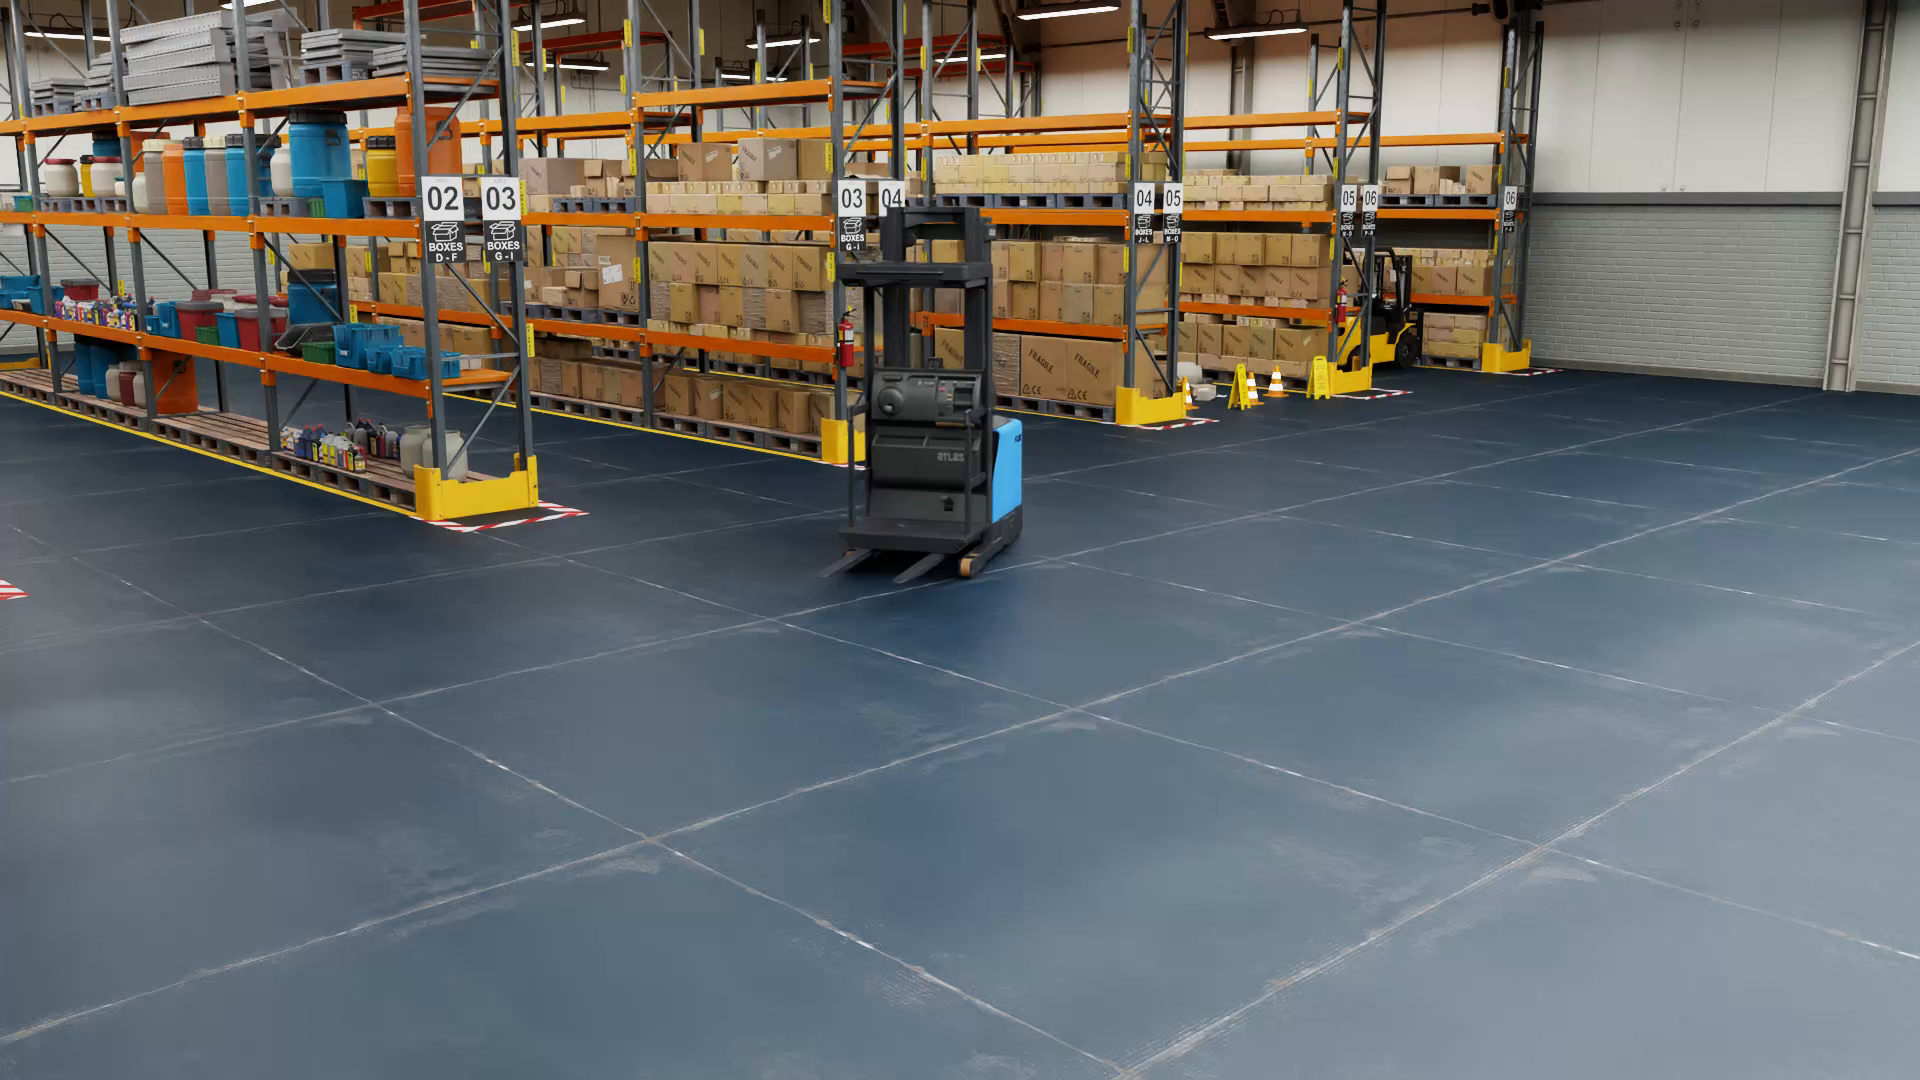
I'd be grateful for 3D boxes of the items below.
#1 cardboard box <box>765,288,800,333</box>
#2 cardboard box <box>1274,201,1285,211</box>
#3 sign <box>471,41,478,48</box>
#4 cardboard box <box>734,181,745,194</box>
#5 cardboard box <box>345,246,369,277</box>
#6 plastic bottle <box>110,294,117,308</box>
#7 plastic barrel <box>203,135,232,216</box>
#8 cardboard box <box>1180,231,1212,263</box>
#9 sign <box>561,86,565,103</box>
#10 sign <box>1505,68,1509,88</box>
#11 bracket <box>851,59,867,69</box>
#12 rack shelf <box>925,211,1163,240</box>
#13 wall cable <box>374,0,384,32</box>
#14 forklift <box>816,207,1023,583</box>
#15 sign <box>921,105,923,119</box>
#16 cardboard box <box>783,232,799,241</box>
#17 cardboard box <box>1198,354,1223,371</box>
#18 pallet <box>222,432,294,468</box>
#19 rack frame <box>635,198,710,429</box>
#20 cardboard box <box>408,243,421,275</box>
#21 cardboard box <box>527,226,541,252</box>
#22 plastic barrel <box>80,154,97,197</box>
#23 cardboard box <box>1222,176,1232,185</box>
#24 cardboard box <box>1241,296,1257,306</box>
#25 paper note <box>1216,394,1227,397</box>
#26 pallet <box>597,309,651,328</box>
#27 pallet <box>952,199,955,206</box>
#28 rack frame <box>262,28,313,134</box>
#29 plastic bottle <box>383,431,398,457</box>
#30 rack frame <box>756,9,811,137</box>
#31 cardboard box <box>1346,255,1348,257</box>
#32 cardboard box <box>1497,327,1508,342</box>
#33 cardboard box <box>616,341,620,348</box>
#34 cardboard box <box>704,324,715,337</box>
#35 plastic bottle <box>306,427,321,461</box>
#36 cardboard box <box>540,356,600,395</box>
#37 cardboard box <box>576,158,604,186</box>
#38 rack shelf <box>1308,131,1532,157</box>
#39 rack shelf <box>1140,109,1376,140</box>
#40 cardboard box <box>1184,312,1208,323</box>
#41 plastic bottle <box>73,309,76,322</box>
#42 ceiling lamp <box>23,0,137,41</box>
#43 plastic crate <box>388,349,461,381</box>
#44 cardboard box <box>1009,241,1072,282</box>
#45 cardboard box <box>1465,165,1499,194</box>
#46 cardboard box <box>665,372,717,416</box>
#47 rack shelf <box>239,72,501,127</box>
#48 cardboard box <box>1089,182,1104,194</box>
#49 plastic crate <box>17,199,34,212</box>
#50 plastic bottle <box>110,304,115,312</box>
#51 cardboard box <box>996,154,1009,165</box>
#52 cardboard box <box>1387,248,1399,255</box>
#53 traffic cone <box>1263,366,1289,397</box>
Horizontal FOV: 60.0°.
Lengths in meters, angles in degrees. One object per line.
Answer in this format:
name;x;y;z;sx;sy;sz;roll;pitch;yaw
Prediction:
cardboard box;-1.836;-2.774;19.955;0.875;0.500;0.500;-11;16;-43
cardboard box;5.193;-5.300;26.393;0.380;0.149;0.250;-11;16;-42
sign;-6.968;-7.002;23.888;0.100;0.325;0.005;-11;16;-43
cardboard box;-2.510;-4.264;20.124;0.250;0.149;0.380;11;16;42
cardboard box;-10.185;-4.733;28.227;0.500;0.500;0.500;-11;16;-42
plastic bottle;-12.146;-3.367;23.942;0.144;0.351;0.185;-11;16;-43
plastic barrel;-8.349;-4.186;19.121;0.600;0.901;0.600;0;12;0
cardboard box;3.845;-4.916;27.875;0.700;0.500;0.500;-11;16;-42
sign;-8.021;-8.998;33.577;0.100;0.325;0.005;-11;16;-43
sign;9.308;-7.873;28.312;0.100;0.325;0.005;-11;16;-43
bracket;-2.519;-11.957;41.728;0.235;0.232;0.430;-11;16;-43
rack shelf;1.232;-4.524;23.784;1.077;0.370;4.000;-11;16;-43
wall cable;-13.506;-10.593;36.055;2.277;5.999;0.120;-11;16;-43
forklift;-0.336;-1.214;13.541;1.130;2.935;3.031;3;12;16
sign;-0.923;-10.395;40.356;0.100;0.325;0.005;-11;16;-43
cardboard box;-3.392;-6.288;35.273;0.500;0.500;0.500;-11;16;-42
cardboard box;4.318;-2.985;27.740;0.500;0.250;0.500;-11;16;-43
pallet;-7.959;-1.076;19.609;1.003;0.211;1.213;-11;16;-43
rack frame;-3.806;-3.022;22.148;1.000;3.000;0.127;-11;16;-43
cardboard box;-8.419;-4.536;26.762;0.797;0.503;0.637;-11;16;-42
cardboard box;-8.318;-6.032;33.293;0.500;0.500;0.500;-11;16;-43
plastic barrel;-12.136;-5.162;23.591;0.600;0.588;0.600;0;12;0
cardboard box;4.476;-5.833;27.003;0.380;0.149;0.250;-10;16;-41
cardboard box;4.776;-3.898;27.021;0.380;0.149;0.250;-11;16;-43
paper note;4.031;-2.226;25.640;0.142;0.019;0.148;6;13;26
pallet;-4.229;-3.060;22.807;1.003;0.211;1.213;-11;16;-43
pallet;0.116;-6.450;31.821;1.213;0.211;1.003;-10;15;-40
rack frame;-12.093;-7.712;30.043;1.000;3.000;0.127;-11;16;-43
plastic bottle;-6.271;-1.060;18.284;0.152;0.276;0.135;-11;16;-42
rack frame;-2.912;-7.221;27.659;1.000;3.000;0.127;-11;16;-43
cardboard box;7.358;-5.307;31.383;0.380;0.149;0.250;-11;16;-43
cardboard box;9.536;-3.713;30.035;0.500;0.250;0.500;-11;16;-42
cardboard box;-6.310;-3.735;31.631;0.380;0.149;0.250;-10;16;-41
cardboard box;-2.995;-2.647;20.948;0.380;0.149;0.250;-11;16;-43
plastic bottle;-7.001;-1.047;18.034;0.185;0.351;0.144;11;16;43
cardboard box;-5.699;-2.423;24.344;0.500;0.500;0.700;10;15;40
cardboard box;-5.366;-5.187;23.732;0.500;0.500;0.500;-11;16;-42
rack shelf;8.330;-7.194;30.301;1.077;0.370;4.000;-11;16;-43
rack shelf;4.742;-6.696;26.901;1.077;0.370;4.000;-11;16;-43
cardboard box;3.972;-3.722;27.852;0.380;0.149;0.250;-10;15;-40
plastic bottle;-12.422;-3.179;23.401;0.097;0.201;0.097;0;12;0
ceiling lamp;-15.708;-10.623;29.708;2.000;3.185;0.800;-11;16;-43
plastic crate;-5.188;-1.707;16.131;0.499;0.251;0.616;-11;16;-43
cardboard box;1.190;-4.004;23.865;0.875;0.550;0.500;-11;16;-43
cardboard box;9.229;-6.315;29.160;0.500;0.500;0.500;-10;15;-41
cardboard box;-3.559;-1.940;22.047;0.500;0.500;0.500;11;16;43
rack shelf;-6.008;-4.430;16.888;1.077;0.370;4.000;-11;16;-43
cardboard box;1.965;-4.754;22.453;0.380;0.149;0.250;-11;16;-42
plastic crate;-13.425;-4.885;24.279;0.450;0.188;0.662;-11;16;-43
plastic bottle;-11.552;-3.072;22.679;0.061;0.283;0.133;-11;16;-43
cardboard box;0.736;-5.404;23.632;0.380;0.149;0.250;-11;16;-43
cardboard box;8.086;-5.309;30.655;0.380;0.149;0.250;-11;16;-42
traffic cone;4.893;-2.460;25.705;0.336;0.463;0.334;-11;16;-43
